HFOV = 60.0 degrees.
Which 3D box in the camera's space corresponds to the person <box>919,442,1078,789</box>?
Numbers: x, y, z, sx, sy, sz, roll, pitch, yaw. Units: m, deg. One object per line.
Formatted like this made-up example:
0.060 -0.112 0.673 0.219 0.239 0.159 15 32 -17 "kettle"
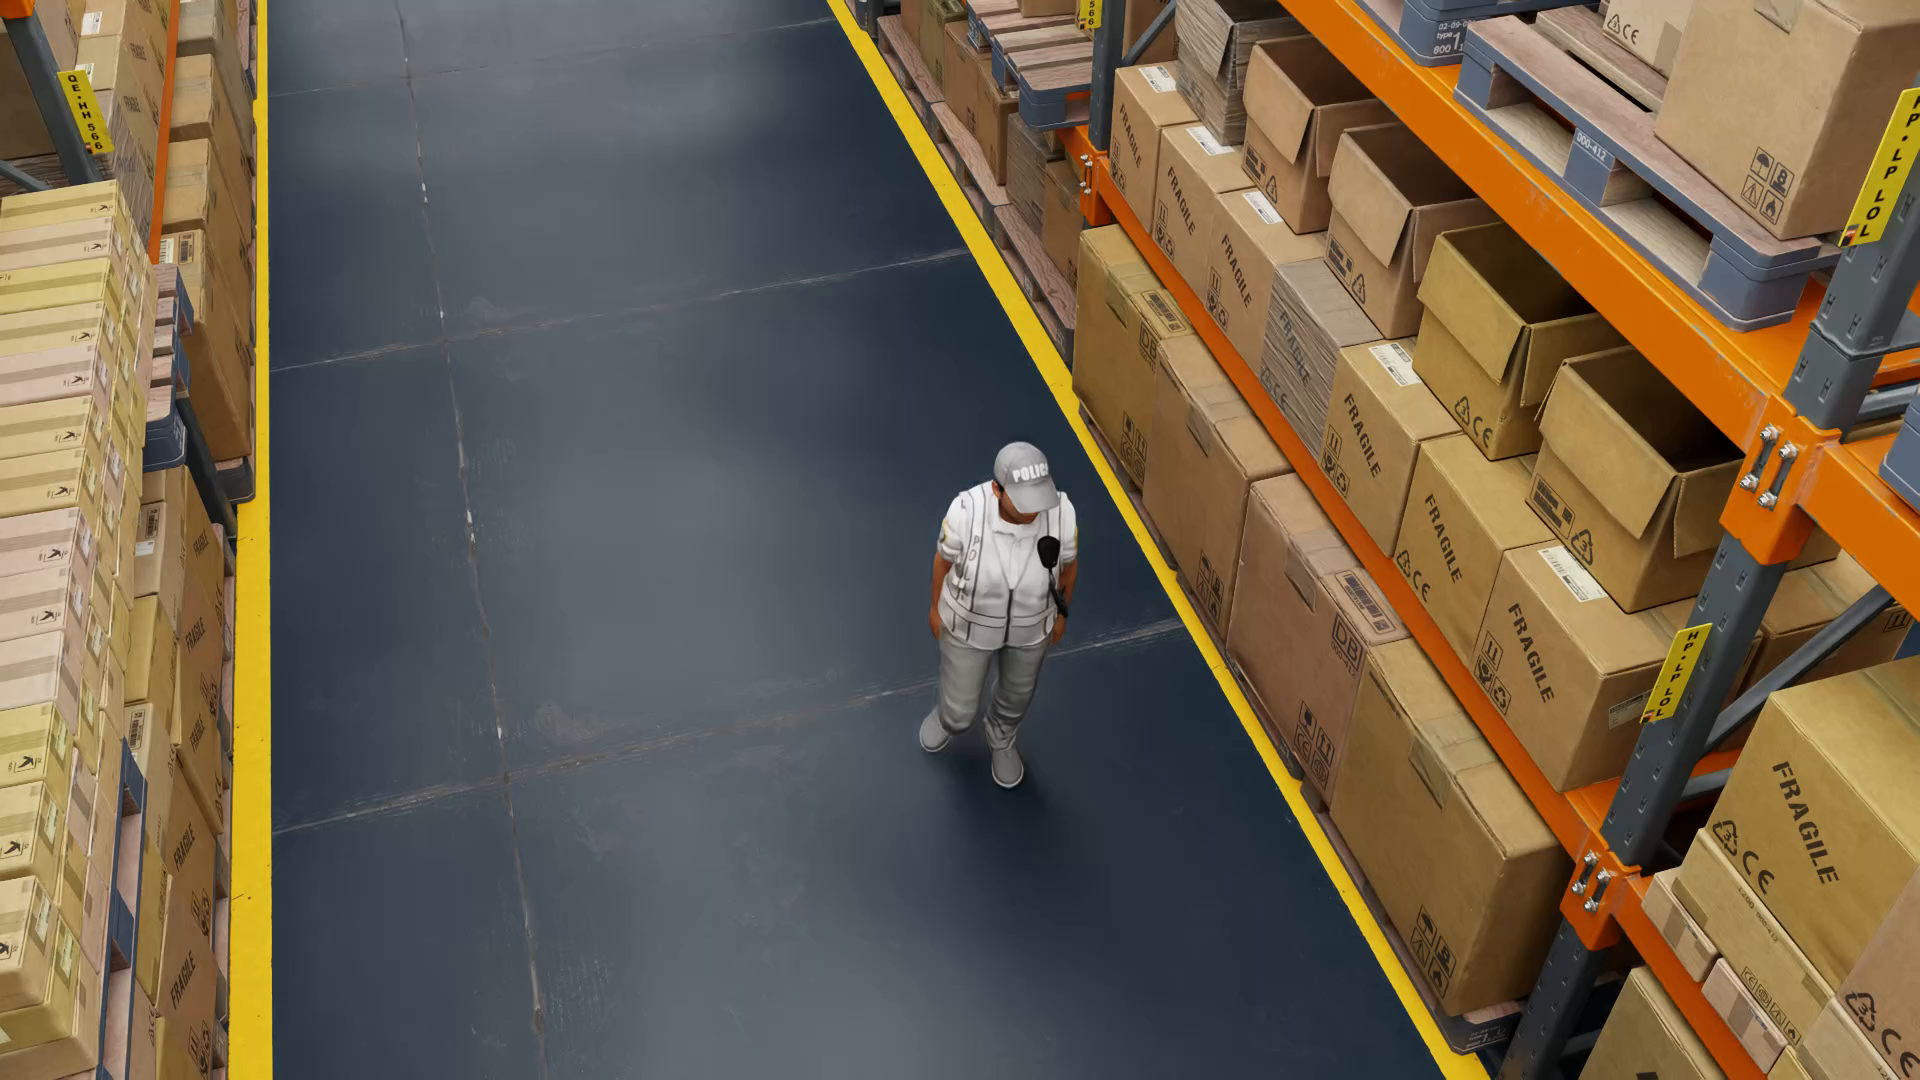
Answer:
0.130 0.269 5.855 0.550 1.654 0.534 -5 43 -6 "person"
